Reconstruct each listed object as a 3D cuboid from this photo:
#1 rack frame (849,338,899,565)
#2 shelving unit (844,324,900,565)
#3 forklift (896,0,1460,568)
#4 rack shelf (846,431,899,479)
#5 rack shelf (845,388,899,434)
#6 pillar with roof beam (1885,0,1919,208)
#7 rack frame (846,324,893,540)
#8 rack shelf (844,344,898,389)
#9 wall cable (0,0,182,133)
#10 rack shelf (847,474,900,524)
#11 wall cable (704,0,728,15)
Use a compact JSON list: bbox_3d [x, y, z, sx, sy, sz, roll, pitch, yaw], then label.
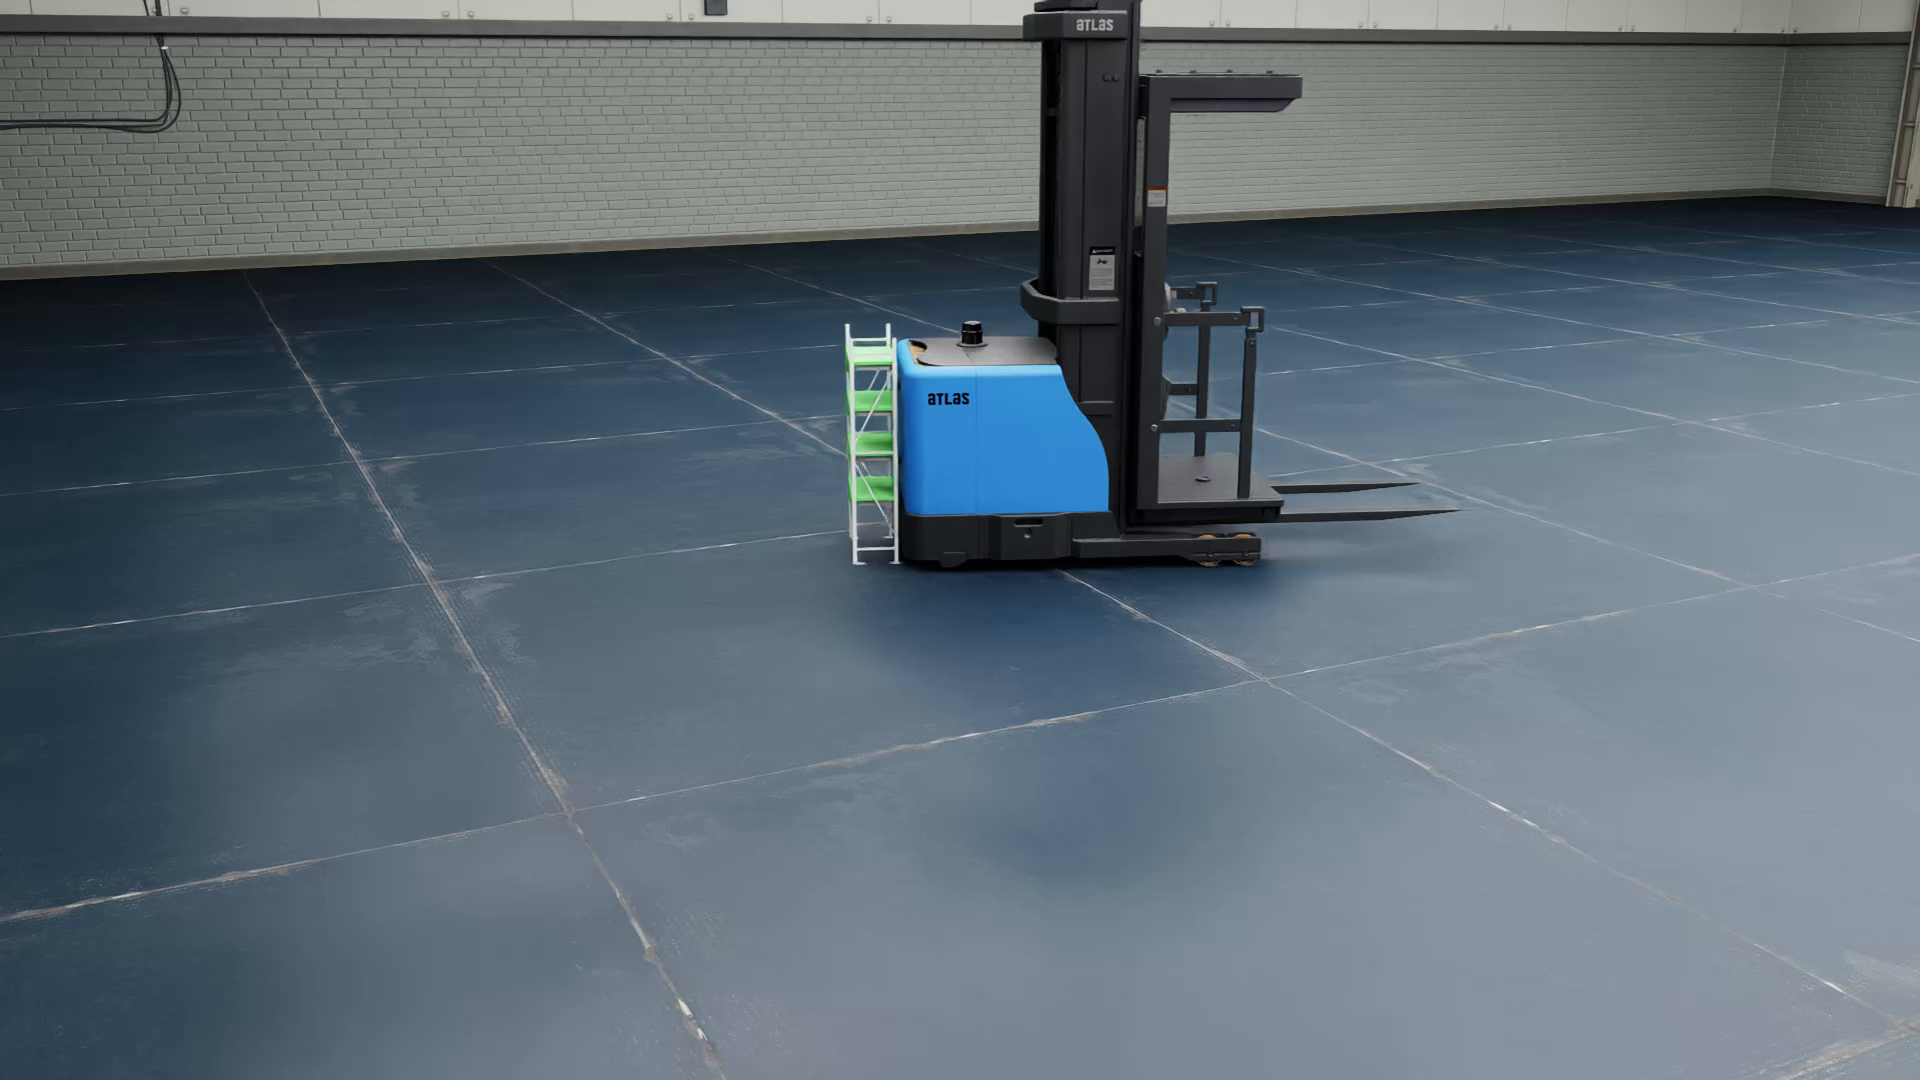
[{"bbox_3d":[-0.445,-0.451,8.646,0.240,1.200,0.015,-2,16,-6],"label":"rack frame"},{"bbox_3d":[-0.470,-0.518,8.880,0.258,1.200,0.503,-2,16,-6],"label":"shelving unit"},{"bbox_3d":[1.175,-1.412,8.858,3.031,2.935,1.130,-1,16,-5],"label":"forklift"},{"bbox_3d":[-0.470,-0.456,8.897,0.258,0.148,0.480,-2,16,-6],"label":"rack shelf"},{"bbox_3d":[-0.470,-0.687,8.831,0.258,0.148,0.480,-2,16,-6],"label":"rack shelf"},{"bbox_3d":[13.506,-9.966,27.666,9.100,9.000,0.400,-8,18,-25],"label":"pillar with roof beam"},{"bbox_3d":[-0.495,-0.585,9.113,0.240,1.200,0.015,-2,16,-6],"label":"rack frame"},{"bbox_3d":[-0.470,-0.918,8.765,0.258,0.148,0.480,-2,16,-6],"label":"rack shelf"},{"bbox_3d":[-11.043,-6.078,19.745,3.097,2.526,0.112,-8,18,-25],"label":"wall cable"},{"bbox_3d":[-0.470,-0.226,8.964,0.258,0.148,0.480,-2,16,-6],"label":"rack shelf"},{"bbox_3d":[-2.502,-10.348,22.832,2.305,6.003,0.169,-8,18,-25],"label":"wall cable"}]
